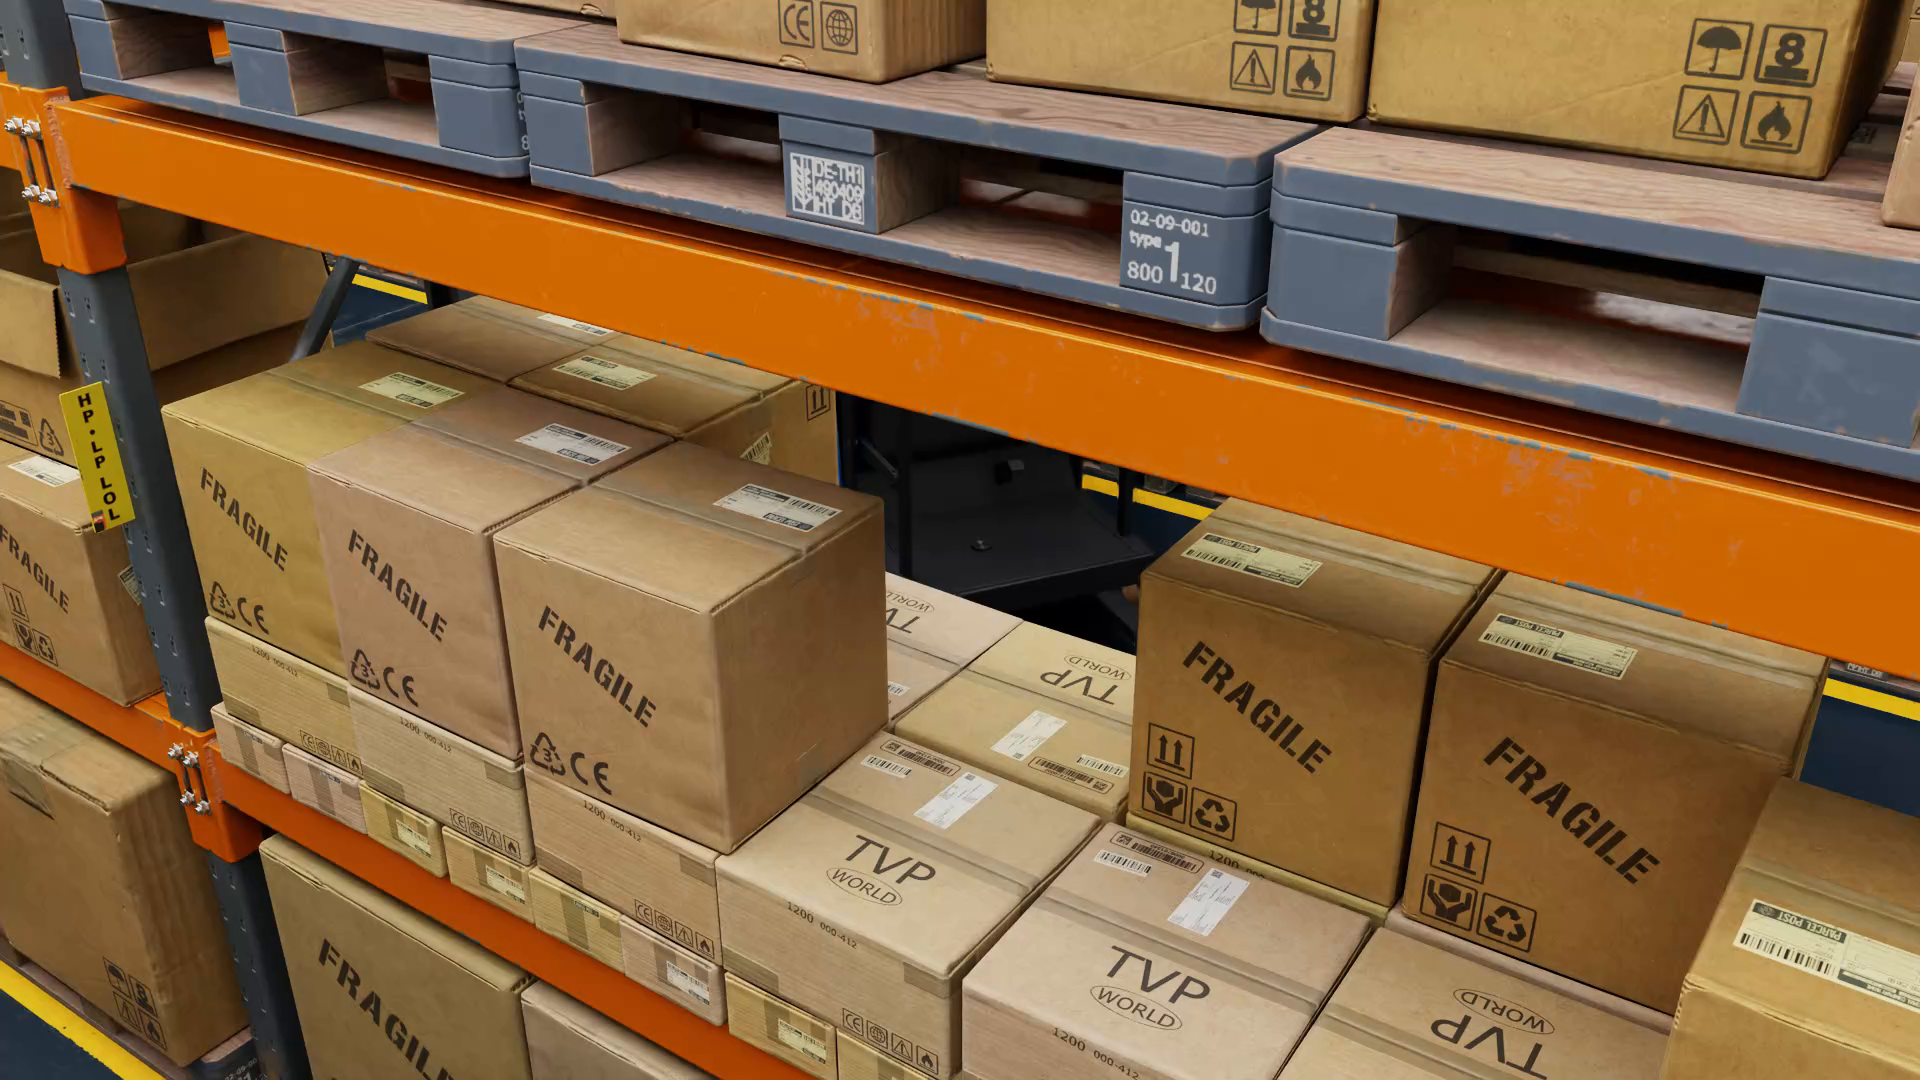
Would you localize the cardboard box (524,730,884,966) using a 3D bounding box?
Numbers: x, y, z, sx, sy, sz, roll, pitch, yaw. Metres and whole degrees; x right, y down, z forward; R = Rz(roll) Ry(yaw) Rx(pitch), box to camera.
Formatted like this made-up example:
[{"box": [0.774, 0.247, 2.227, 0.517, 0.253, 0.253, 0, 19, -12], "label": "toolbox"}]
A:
[{"box": [-0.488, 0.511, 3.276, 0.500, 0.250, 0.500, 18, 32, 32], "label": "cardboard box"}]

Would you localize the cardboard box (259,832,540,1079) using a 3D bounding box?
[{"box": [-1.066, 1.057, 4.245, 0.875, 0.875, 0.875, 17, 32, 30], "label": "cardboard box"}]

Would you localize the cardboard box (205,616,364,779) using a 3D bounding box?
[{"box": [-1.326, 0.251, 3.788, 0.500, 0.250, 0.500, 17, 31, 29], "label": "cardboard box"}]

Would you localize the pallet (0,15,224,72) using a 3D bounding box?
[{"box": [-2.348, -1.371, 4.040, 1.217, 0.209, 0.805, 16, 31, 28], "label": "pallet"}]

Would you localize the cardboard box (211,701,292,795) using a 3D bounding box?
[{"box": [-1.509, 0.410, 3.914, 0.250, 0.149, 0.380, 17, 32, 30], "label": "cardboard box"}]

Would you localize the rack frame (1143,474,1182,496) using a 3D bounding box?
[{"box": [1.240, -1.754, 7.889, 0.127, 3.000, 1.000, 17, 32, 30], "label": "rack frame"}]

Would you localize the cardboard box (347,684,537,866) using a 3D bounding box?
[{"box": [-0.919, 0.380, 3.533, 0.500, 0.250, 0.500, 17, 32, 30], "label": "cardboard box"}]

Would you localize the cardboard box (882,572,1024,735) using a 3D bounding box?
[{"box": [-0.203, 0.310, 3.670, 0.500, 0.250, 0.500, 18, 32, 31], "label": "cardboard box"}]

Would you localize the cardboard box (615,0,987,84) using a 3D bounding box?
[{"box": [-0.094, -1.010, 2.436, 0.500, 0.500, 0.700, 19, 33, 32], "label": "cardboard box"}]

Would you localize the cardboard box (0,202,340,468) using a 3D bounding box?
[{"box": [-2.096, -0.555, 4.317, 0.637, 0.503, 0.797, 16, 31, 29], "label": "cardboard box"}]

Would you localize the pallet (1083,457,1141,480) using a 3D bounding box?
[{"box": [0.627, -0.725, 8.942, 1.213, 0.211, 1.003, 17, 32, 30], "label": "pallet"}]

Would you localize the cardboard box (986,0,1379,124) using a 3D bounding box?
[{"box": [0.424, -0.906, 2.232, 0.500, 0.500, 0.700, 15, 31, 27], "label": "cardboard box"}]

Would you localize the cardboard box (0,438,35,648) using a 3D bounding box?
[{"box": [-2.509, -0.094, 4.518, 0.500, 0.500, 0.500, 18, 32, 32], "label": "cardboard box"}]

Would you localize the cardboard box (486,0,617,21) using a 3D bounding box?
[{"box": [-0.445, -1.197, 2.804, 0.500, 0.500, 0.700, 19, 33, 33], "label": "cardboard box"}]

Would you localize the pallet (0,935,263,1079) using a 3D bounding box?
[{"box": [-2.243, 1.171, 5.217, 1.213, 0.211, 1.003, 17, 32, 30], "label": "pallet"}]

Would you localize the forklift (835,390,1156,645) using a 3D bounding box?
[{"box": [0.130, -1.032, 6.547, 1.130, 2.935, 3.031, -11, 29, -21], "label": "forklift"}]

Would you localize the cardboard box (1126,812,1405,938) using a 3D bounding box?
[{"box": [0.645, 0.574, 3.153, 0.500, 0.250, 0.500, 16, 31, 29], "label": "cardboard box"}]

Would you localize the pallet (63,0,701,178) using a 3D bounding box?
[{"box": [-0.896, -0.985, 3.170, 1.213, 0.211, 1.003, 17, 32, 30], "label": "pallet"}]

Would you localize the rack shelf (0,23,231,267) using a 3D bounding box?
[{"box": [-3.213, -1.432, 4.743, 4.000, 0.370, 1.077, 17, 32, 30], "label": "rack shelf"}]

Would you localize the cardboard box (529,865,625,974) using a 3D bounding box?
[{"box": [-0.646, 0.677, 3.389, 0.250, 0.149, 0.380, 17, 31, 30], "label": "cardboard box"}]

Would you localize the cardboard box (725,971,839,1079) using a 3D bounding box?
[{"box": [-0.223, 0.810, 3.129, 0.250, 0.149, 0.380, 16, 31, 29], "label": "cardboard box"}]

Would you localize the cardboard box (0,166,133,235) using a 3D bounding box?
[{"box": [-2.655, -0.735, 4.671, 0.637, 0.503, 0.797, 18, 32, 31], "label": "cardboard box"}]

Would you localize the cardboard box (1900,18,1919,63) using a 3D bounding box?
[{"box": [5.983, -2.898, 10.026, 0.500, 0.500, 0.500, 18, 32, 31], "label": "cardboard box"}]

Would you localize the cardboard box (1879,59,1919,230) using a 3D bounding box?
[{"box": [1.274, -0.602, 1.634, 0.500, 0.500, 0.700, 15, 31, 27], "label": "cardboard box"}]

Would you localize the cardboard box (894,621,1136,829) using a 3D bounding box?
[{"box": [0.212, 0.442, 3.412, 0.500, 0.250, 0.500, 17, 31, 29], "label": "cardboard box"}]

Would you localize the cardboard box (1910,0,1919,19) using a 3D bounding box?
[{"box": [5.975, -3.340, 9.793, 0.500, 0.500, 0.500, 18, 32, 32], "label": "cardboard box"}]

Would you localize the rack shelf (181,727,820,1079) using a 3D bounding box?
[{"box": [0.084, 0.932, 3.405, 4.000, 0.370, 1.077, 17, 32, 30], "label": "rack shelf"}]

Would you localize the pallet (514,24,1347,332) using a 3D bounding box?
[{"box": [0.105, -0.672, 2.554, 1.213, 0.211, 1.003, 17, 32, 30], "label": "pallet"}]

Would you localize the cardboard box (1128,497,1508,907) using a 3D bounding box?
[{"box": [0.647, 0.242, 2.979, 0.500, 0.500, 0.500, 16, 31, 29], "label": "cardboard box"}]

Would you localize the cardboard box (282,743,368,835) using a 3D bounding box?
[{"box": [-1.293, 0.478, 3.781, 0.250, 0.149, 0.380, 16, 31, 29], "label": "cardboard box"}]

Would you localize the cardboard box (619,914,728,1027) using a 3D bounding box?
[{"box": [-0.440, 0.743, 3.260, 0.250, 0.149, 0.380, 18, 32, 31], "label": "cardboard box"}]

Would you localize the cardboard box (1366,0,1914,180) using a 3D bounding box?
[{"box": [0.878, -0.791, 2.007, 0.500, 0.500, 0.700, 16, 31, 29], "label": "cardboard box"}]

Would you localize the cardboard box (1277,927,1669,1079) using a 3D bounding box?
[{"box": [0.765, 0.904, 2.505, 0.500, 0.250, 0.500, 17, 31, 29], "label": "cardboard box"}]

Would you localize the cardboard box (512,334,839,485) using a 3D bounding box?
[{"box": [-0.624, -0.154, 3.756, 0.500, 0.500, 0.500, 18, 32, 31], "label": "cardboard box"}]

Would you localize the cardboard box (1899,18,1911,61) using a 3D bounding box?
[{"box": [5.568, -3.027, 10.280, 0.500, 0.500, 0.500, 17, 31, 30], "label": "cardboard box"}]

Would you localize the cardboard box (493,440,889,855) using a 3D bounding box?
[{"box": [-0.481, 0.178, 3.104, 0.500, 0.500, 0.500, 16, 31, 29], "label": "cardboard box"}]

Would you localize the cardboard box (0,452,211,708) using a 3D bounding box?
[{"box": [-2.105, 0.035, 4.263, 0.500, 0.500, 0.500, 17, 32, 30], "label": "cardboard box"}]

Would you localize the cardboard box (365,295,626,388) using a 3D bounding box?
[{"box": [-1.034, -0.284, 4.012, 0.500, 0.500, 0.500, 18, 32, 32], "label": "cardboard box"}]

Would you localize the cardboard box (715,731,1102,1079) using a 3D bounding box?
[{"box": [-0.086, 0.641, 3.021, 0.500, 0.250, 0.500, 17, 32, 30], "label": "cardboard box"}]

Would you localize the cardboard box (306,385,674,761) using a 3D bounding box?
[{"box": [-0.913, 0.046, 3.363, 0.500, 0.500, 0.500, 17, 32, 30], "label": "cardboard box"}]

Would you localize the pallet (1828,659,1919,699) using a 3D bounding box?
[{"box": [3.879, 0.290, 6.948, 1.213, 0.211, 1.003, 17, 32, 30], "label": "pallet"}]

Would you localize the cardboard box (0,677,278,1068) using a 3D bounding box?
[{"box": [-2.103, 0.701, 4.945, 0.875, 0.875, 1.225, 17, 32, 30], "label": "cardboard box"}]

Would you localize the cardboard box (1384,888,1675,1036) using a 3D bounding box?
[{"box": [1.058, 0.704, 2.897, 0.500, 0.250, 0.500, 17, 31, 30], "label": "cardboard box"}]

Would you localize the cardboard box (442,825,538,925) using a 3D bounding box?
[{"box": [-0.857, 0.612, 3.517, 0.250, 0.149, 0.380, 16, 31, 29], "label": "cardboard box"}]

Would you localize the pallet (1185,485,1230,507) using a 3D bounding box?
[{"box": [1.868, -0.337, 8.179, 1.213, 0.211, 1.003, 17, 32, 30], "label": "pallet"}]

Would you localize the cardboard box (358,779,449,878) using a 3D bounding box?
[{"box": [-1.075, 0.545, 3.649, 0.250, 0.149, 0.380, 18, 32, 32], "label": "cardboard box"}]

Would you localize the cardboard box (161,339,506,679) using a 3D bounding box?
[{"box": [-1.315, -0.084, 3.618, 0.500, 0.500, 0.500, 17, 32, 30], "label": "cardboard box"}]

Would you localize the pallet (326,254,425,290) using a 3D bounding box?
[{"box": [-3.676, -2.065, 11.576, 1.213, 0.211, 1.003, 17, 32, 30], "label": "pallet"}]

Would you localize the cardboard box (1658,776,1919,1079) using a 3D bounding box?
[{"box": [1.182, 0.698, 2.081, 0.500, 0.500, 0.500, 18, 32, 31], "label": "cardboard box"}]

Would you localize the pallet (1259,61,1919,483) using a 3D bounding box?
[{"box": [1.115, -0.359, 1.939, 1.213, 0.211, 1.003, 17, 32, 30], "label": "pallet"}]

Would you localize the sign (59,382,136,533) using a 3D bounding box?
[{"box": [-1.864, -0.178, 3.602, 0.005, 0.325, 0.100, 17, 32, 30], "label": "sign"}]

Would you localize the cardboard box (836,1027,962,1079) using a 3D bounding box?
[{"box": [-0.007, 0.876, 2.998, 0.250, 0.149, 0.380, 18, 32, 31], "label": "cardboard box"}]

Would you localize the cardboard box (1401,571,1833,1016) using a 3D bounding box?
[{"box": [1.078, 0.372, 2.722, 0.500, 0.500, 0.500, 16, 31, 29], "label": "cardboard box"}]

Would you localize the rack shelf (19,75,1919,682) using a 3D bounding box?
[{"box": [0.084, -0.405, 2.724, 4.000, 0.370, 1.077, 17, 32, 30], "label": "rack shelf"}]

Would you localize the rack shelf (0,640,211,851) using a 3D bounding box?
[{"box": [-3.213, -0.095, 5.423, 4.000, 0.370, 1.077, 17, 32, 30], "label": "rack shelf"}]

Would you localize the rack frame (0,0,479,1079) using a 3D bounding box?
[{"box": [-1.565, 0.098, 4.251, 0.127, 3.000, 1.000, 17, 32, 30], "label": "rack frame"}]

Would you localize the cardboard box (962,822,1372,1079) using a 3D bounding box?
[{"box": [0.345, 0.773, 2.761, 0.500, 0.250, 0.500, 16, 31, 29], "label": "cardboard box"}]

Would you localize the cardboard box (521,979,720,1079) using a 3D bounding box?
[{"box": [-0.324, 1.288, 3.791, 0.875, 0.875, 0.875, 17, 32, 30], "label": "cardboard box"}]

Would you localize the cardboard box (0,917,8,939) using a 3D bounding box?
[{"box": [-2.841, 0.472, 5.396, 0.875, 0.875, 1.225, 16, 31, 29], "label": "cardboard box"}]
